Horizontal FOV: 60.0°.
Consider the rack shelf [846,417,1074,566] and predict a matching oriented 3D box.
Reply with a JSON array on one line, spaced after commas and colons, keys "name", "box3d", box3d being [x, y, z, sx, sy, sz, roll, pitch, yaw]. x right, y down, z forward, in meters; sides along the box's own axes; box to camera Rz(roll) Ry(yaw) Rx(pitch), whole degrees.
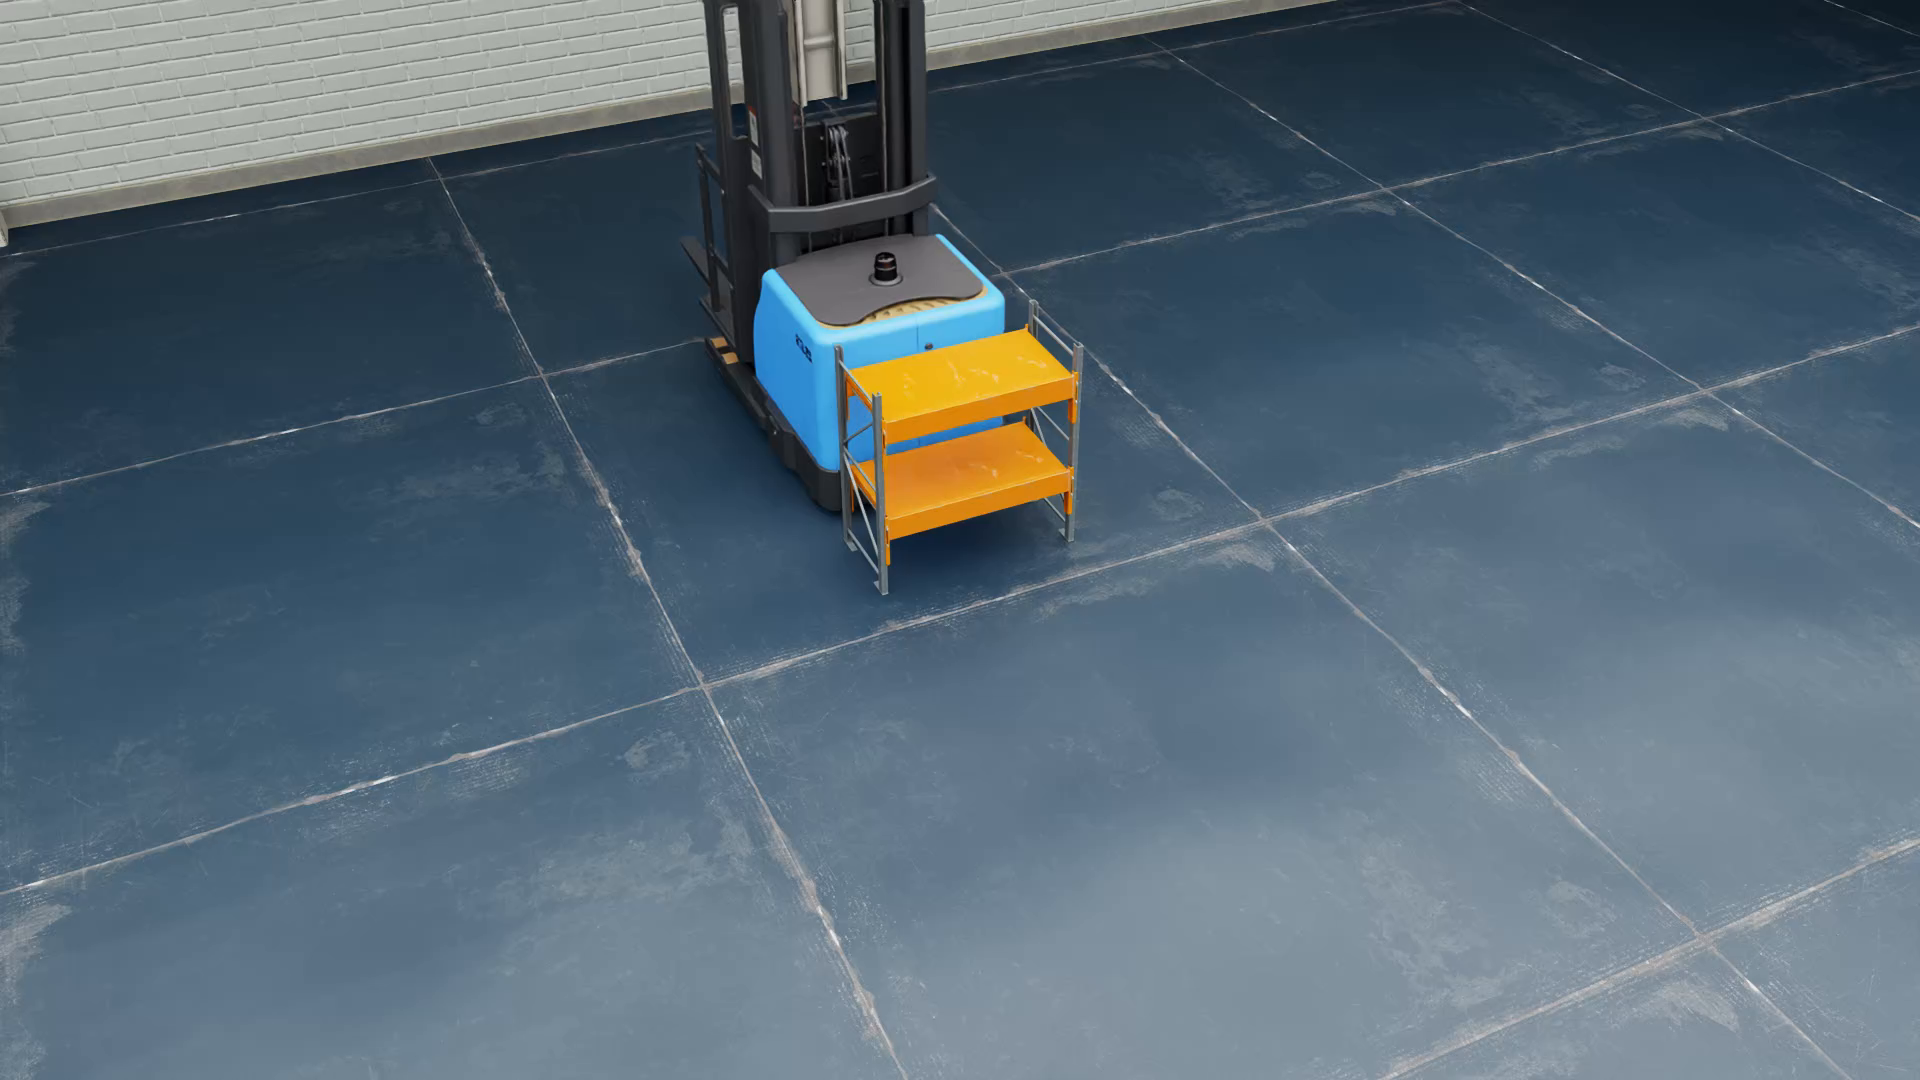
[{"name": "rack shelf", "box3d": [-0.006, -0.254, 8.201, 1.000, 0.278, 0.538, -16, 39, -20]}]

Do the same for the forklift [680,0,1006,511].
[{"name": "forklift", "box3d": [-0.842, -2.196, 8.893, 1.130, 2.935, 3.031, -16, 39, -20]}]

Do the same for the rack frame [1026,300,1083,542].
[{"name": "rack frame", "box3d": [0.454, -0.579, 8.229, 0.032, 1.125, 0.500, -16, 39, -20]}]

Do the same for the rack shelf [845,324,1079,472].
[{"name": "rack shelf", "box3d": [-0.006, -0.685, 7.881, 1.000, 0.278, 0.538, -16, 39, -20]}]

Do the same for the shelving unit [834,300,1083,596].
[{"name": "shelving unit", "box3d": [-0.006, -0.450, 8.056, 1.048, 1.125, 0.538, -16, 39, -20]}]

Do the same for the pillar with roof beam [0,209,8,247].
[{"name": "pillar with roof beam", "box3d": [-4.729, -3.279, 5.260, 0.400, 9.000, 9.100, -16, 39, -20]}]

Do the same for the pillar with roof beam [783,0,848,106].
[{"name": "pillar with roof beam", "box3d": [0.703, -4.797, 7.307, 0.400, 9.000, 9.100, -16, 39, -20]}]

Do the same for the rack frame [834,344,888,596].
[{"name": "rack frame", "box3d": [-0.466, -0.321, 7.882, 0.032, 1.125, 0.500, -16, 39, -20]}]
